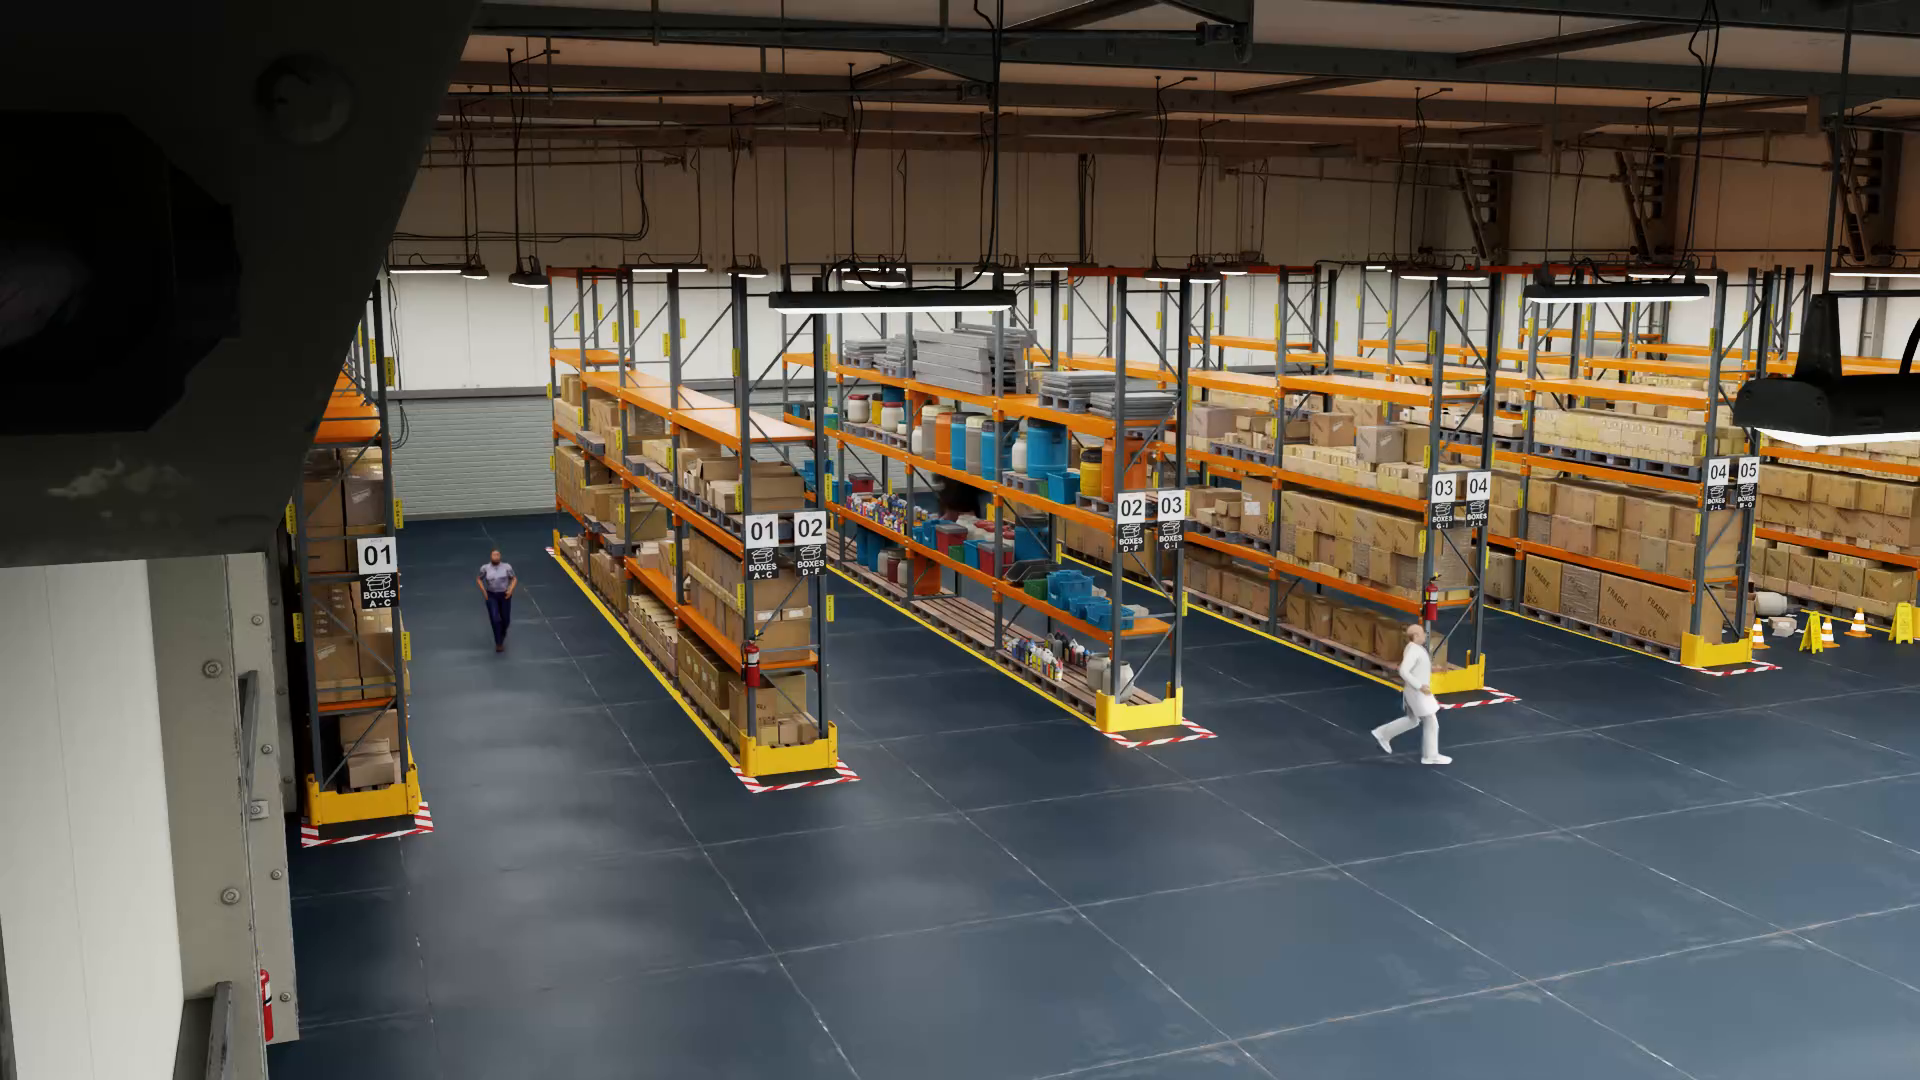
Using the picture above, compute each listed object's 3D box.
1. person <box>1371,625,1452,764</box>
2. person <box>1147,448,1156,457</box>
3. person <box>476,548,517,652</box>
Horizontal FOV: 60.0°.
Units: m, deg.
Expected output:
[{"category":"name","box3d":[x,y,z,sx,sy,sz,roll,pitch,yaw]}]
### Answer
[{"category":"person","box3d":[5.633,1.908,20.615,0.981,1.753,0.718,1,10,8]},{"category":"person","box3d":[4.534,-1.503,40.333,0.680,1.721,0.617,3,10,19]},{"category":"person","box3d":[-7.421,0.932,26.681,0.618,1.629,0.742,-4,11,-21]}]
